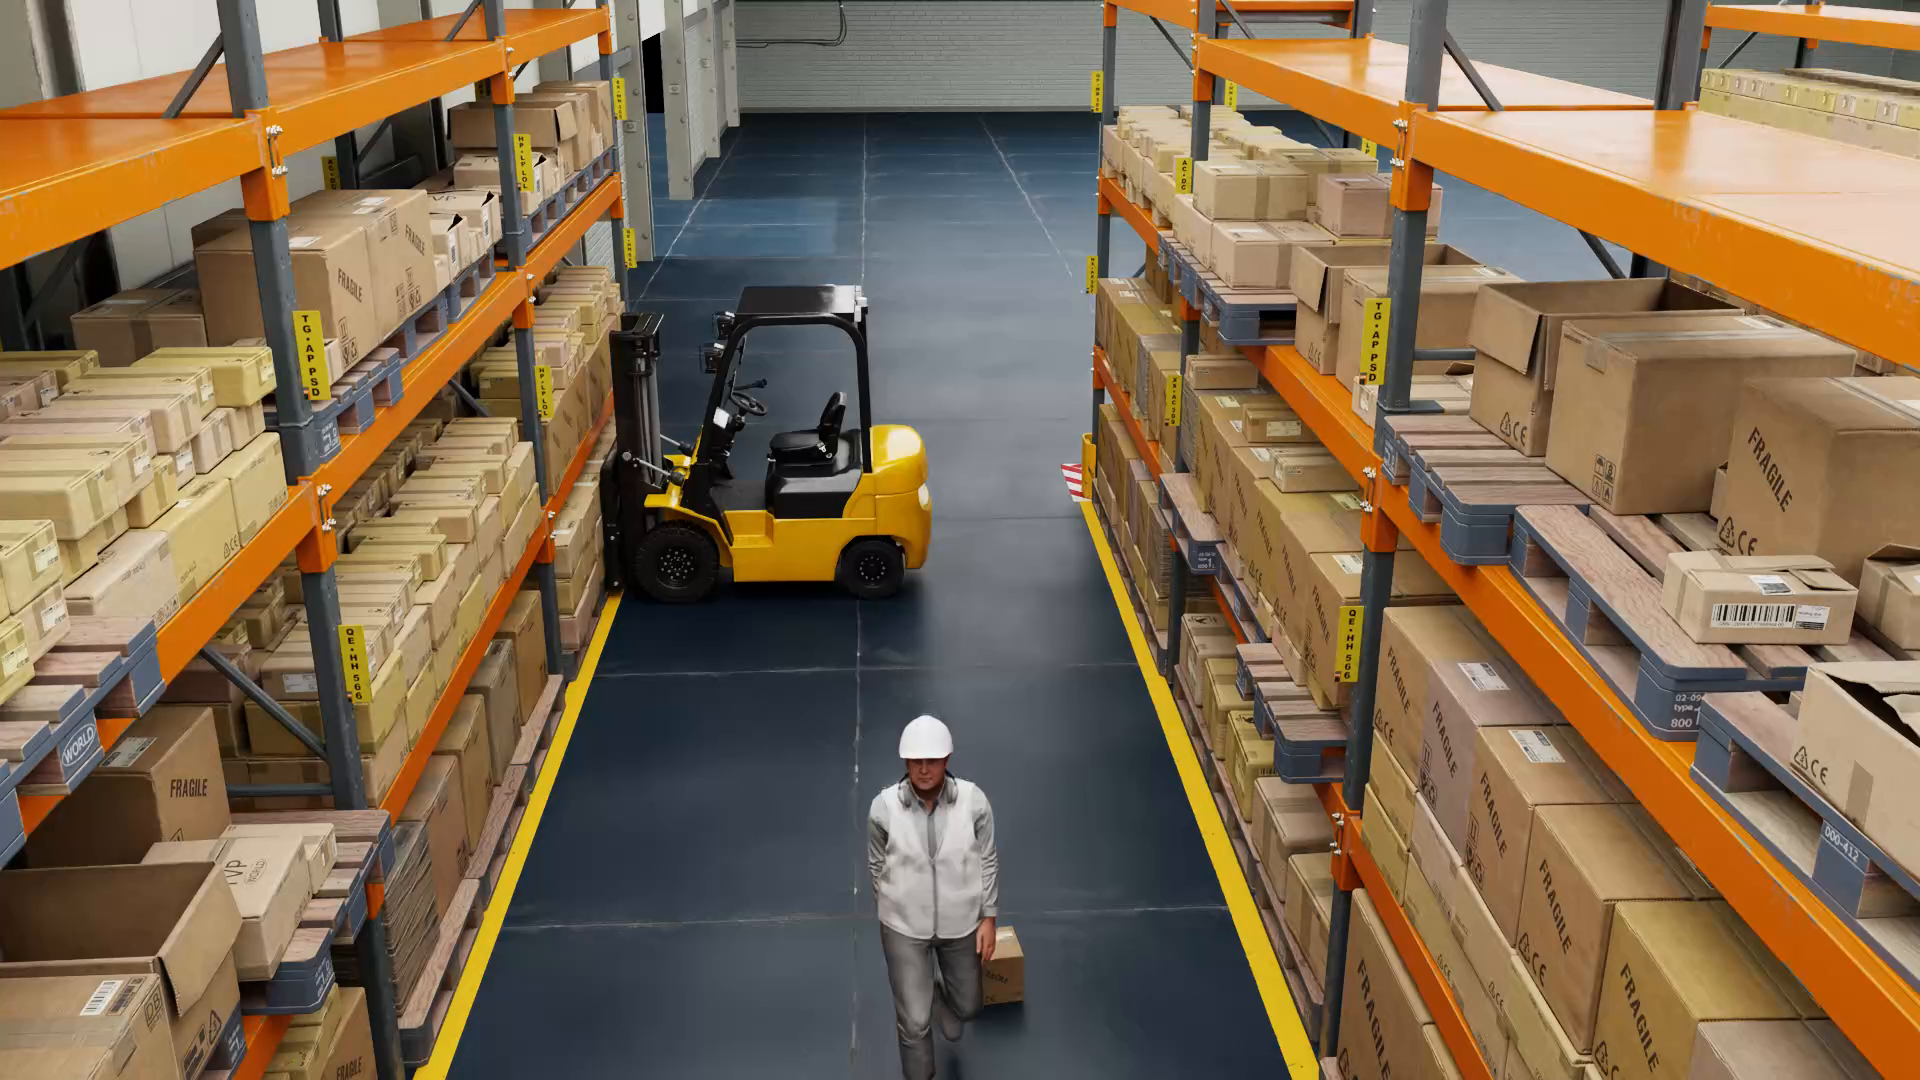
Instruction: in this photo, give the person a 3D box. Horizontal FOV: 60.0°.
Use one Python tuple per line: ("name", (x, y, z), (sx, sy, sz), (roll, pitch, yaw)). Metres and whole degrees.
("person", (-0.111, 1.532, 6.869), (0.526, 1.747, 0.834), (-3, 20, -8))
